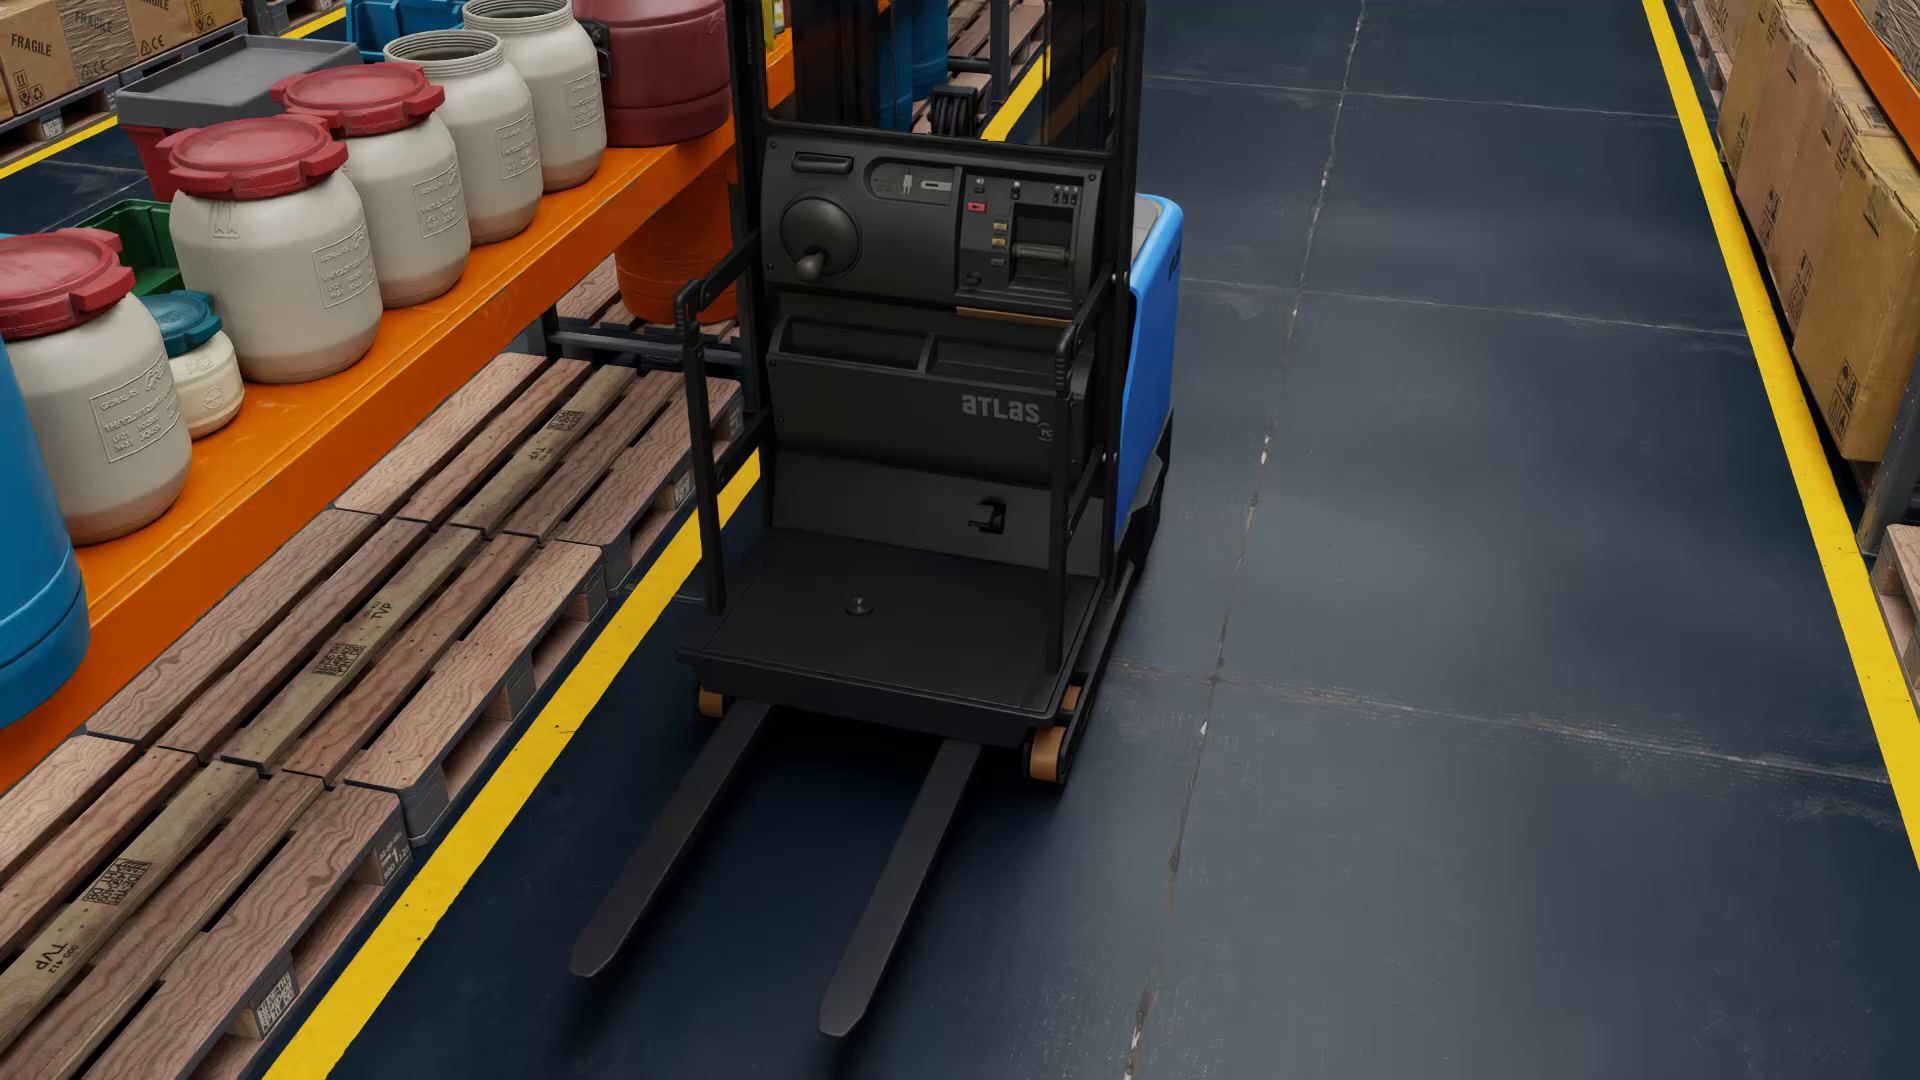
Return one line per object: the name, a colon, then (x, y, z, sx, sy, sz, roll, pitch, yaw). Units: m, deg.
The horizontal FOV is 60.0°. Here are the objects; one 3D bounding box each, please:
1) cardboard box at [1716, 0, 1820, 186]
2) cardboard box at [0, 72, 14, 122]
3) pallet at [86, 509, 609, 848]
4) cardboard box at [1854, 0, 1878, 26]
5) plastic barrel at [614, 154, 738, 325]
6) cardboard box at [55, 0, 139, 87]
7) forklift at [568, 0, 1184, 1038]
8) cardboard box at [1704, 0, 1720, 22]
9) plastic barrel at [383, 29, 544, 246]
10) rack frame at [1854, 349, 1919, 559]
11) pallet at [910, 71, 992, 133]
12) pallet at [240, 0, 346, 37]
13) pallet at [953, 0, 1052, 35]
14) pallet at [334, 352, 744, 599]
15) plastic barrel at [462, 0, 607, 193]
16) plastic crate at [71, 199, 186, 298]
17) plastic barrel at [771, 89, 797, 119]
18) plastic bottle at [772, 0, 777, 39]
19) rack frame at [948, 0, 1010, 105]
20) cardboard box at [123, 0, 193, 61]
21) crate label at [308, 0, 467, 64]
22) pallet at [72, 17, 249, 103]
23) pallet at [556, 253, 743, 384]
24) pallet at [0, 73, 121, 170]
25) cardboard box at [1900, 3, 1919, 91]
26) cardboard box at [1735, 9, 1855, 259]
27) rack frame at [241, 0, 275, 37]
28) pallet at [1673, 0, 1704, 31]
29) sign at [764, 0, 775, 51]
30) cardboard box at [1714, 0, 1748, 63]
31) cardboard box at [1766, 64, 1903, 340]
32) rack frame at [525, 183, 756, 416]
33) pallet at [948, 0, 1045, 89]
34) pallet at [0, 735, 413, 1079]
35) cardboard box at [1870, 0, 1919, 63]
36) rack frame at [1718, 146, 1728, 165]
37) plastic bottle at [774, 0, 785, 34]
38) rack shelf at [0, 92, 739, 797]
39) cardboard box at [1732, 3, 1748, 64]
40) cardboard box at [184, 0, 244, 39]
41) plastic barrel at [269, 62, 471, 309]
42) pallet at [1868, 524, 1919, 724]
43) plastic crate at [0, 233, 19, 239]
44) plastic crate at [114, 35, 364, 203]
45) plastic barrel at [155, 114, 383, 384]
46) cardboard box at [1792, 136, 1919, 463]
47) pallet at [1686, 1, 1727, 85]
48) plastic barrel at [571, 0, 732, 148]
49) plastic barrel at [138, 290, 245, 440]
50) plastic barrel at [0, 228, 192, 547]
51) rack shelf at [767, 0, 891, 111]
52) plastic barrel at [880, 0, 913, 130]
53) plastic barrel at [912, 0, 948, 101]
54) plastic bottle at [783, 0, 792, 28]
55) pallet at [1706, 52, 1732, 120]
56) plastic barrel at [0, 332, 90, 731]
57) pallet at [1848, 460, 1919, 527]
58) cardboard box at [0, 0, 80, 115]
cardboard box: (4.437, -2.193, 7.992, 1.225, 0.875, 0.875, 8, 33, 13)
cardboard box: (-5.364, -2.382, 8.621, 0.500, 0.500, 0.500, 8, 33, 12)
pallet: (-1.771, 0.359, 4.988, 1.003, 0.211, 1.213, 8, 33, 12)
cardboard box: (3.842, -2.295, 6.471, 0.500, 0.500, 0.500, 9, 33, 13)
plastic barrel: (-1.118, -1.363, 6.730, 0.600, 0.830, 0.708, 8, 33, 12)
cardboard box: (-5.110, -2.918, 9.464, 0.500, 0.500, 0.500, 8, 33, 13)
forklift: (-0.146, -0.793, 4.265, 1.130, 2.935, 3.031, 9, 34, 14)
cardboard box: (5.279, -3.788, 10.502, 0.875, 0.875, 0.875, 8, 33, 12)
plastic barrel: (-1.387, -1.111, 4.598, 0.421, 0.512, 0.421, 0, 32, 0)
rack frame: (3.565, -1.171, 4.796, 1.000, 3.000, 0.127, 8, 33, 12)
pallet: (-0.447, -2.350, 9.249, 1.003, 0.211, 1.213, 8, 33, 12)
pallet: (-4.826, -3.777, 11.495, 1.003, 0.211, 1.213, 8, 33, 12)
pallet: (0.246, -3.766, 11.478, 1.003, 0.211, 1.213, 8, 33, 12)
pallet: (-1.460, -0.272, 5.981, 1.003, 0.211, 1.213, 8, 33, 12)
plastic barrel: (-1.280, -1.330, 4.942, 0.421, 0.512, 0.421, 0, 32, 0)
plastic crate: (-2.072, -0.623, 4.131, 0.450, 0.188, 0.662, 8, 33, 12)
plastic barrel: (-0.831, -1.847, 7.716, 0.600, 0.588, 0.708, 8, 33, 12)
plastic bottle: (-0.747, -2.028, 6.264, 0.097, 0.271, 0.097, 0, 32, 0)
rack frame: (-0.211, -3.921, 9.122, 1.000, 3.000, 0.127, 8, 33, 12)
cardboard box: (-4.982, -3.178, 9.873, 0.500, 0.500, 0.500, 8, 33, 13)
crate label: (-1.739, -1.382, 5.095, 0.502, 0.435, 0.616, 8, 33, 12)
pallet: (-5.171, -2.993, 10.262, 1.003, 0.211, 1.213, 8, 33, 12)
pallet: (-1.066, -1.084, 7.258, 1.003, 0.211, 1.213, 8, 33, 12)
pallet: (-5.478, -2.358, 9.263, 1.003, 0.211, 1.213, 8, 33, 12)
cardboard box: (3.583, -1.761, 5.631, 0.500, 0.500, 0.500, 8, 33, 12)
cardboard box: (4.211, -1.729, 7.263, 1.225, 0.875, 0.875, 7, 33, 11)
rack frame: (-5.001, -4.598, 10.186, 1.000, 3.000, 0.127, 8, 33, 12)
pallet: (5.468, -3.720, 11.405, 1.003, 0.211, 1.213, 8, 33, 12)
sign: (-0.692, -1.843, 5.701, 0.100, 0.325, 0.005, 8, 33, 12)
cardboard box: (5.054, -3.326, 9.775, 0.875, 0.875, 0.875, 8, 33, 12)
cardboard box: (3.994, -1.269, 6.539, 1.225, 0.875, 0.875, 8, 33, 13)
rack frame: (-1.226, -1.846, 5.857, 1.000, 3.000, 0.127, 8, 33, 12)
pallet: (-0.062, -3.131, 10.479, 1.003, 0.211, 1.213, 8, 33, 12)
pallet: (-2.079, 0.994, 3.989, 1.003, 0.211, 1.213, 8, 33, 12)
cardboard box: (3.712, -2.031, 6.056, 0.500, 0.500, 0.500, 7, 33, 11)
rack frame: (4.580, -3.247, 8.061, 1.000, 3.000, 0.127, 8, 33, 12)
plastic bottle: (-0.723, -2.049, 6.363, 0.097, 0.201, 0.097, 0, 32, 0)
rack shelf: (-1.733, -0.504, 4.418, 1.077, 0.370, 4.000, 8, 33, 12)
cardboard box: (4.825, -2.859, 9.040, 0.875, 0.875, 0.875, 8, 33, 12)
cardboard box: (-4.849, -3.433, 10.274, 0.500, 0.500, 0.500, 8, 33, 12)
plastic barrel: (-1.490, -0.899, 4.242, 0.433, 0.535, 0.433, 0, 32, 0)
pallet: (3.365, 0.411, 4.907, 1.003, 0.211, 1.213, 8, 33, 12)
plastic crate: (-2.262, -0.378, 3.563, 0.392, 0.384, 0.575, 8, 33, 12)
plastic crate: (-1.932, -1.076, 4.586, 0.402, 0.464, 0.583, 8, 33, 12)
plastic barrel: (-1.600, -0.674, 3.888, 0.433, 0.535, 0.433, 0, 32, 0)
cardboard box: (3.760, -0.807, 5.813, 1.225, 0.875, 0.875, 7, 33, 10)
pallet: (5.156, -3.089, 10.413, 1.003, 0.211, 1.213, 8, 33, 12)
plastic barrel: (-1.050, -1.621, 5.377, 0.600, 0.536, 0.708, 8, 33, 12)
plastic barrel: (-1.756, -0.377, 3.677, 0.301, 0.262, 0.301, 0, 32, 0)
plastic barrel: (-1.786, -0.294, 3.290, 0.433, 0.535, 0.433, 0, 32, 0)
rack shelf: (-0.718, -2.580, 7.683, 1.077, 0.370, 4.000, 8, 33, 12)
plastic barrel: (-0.545, -2.565, 8.554, 0.600, 0.901, 0.708, 8, 33, 12)
plastic barrel: (-0.365, -2.933, 9.132, 0.600, 0.901, 0.708, 8, 33, 12)
plastic bottle: (-0.676, -2.141, 6.431, 0.061, 0.283, 0.133, 8, 33, 12)
pallet: (4.849, -2.454, 9.414, 1.003, 0.211, 1.213, 8, 33, 12)
plastic barrel: (-1.850, -0.141, 2.708, 0.600, 0.901, 0.708, 8, 33, 12)
pallet: (3.838, -0.393, 6.172, 1.003, 0.211, 1.213, 8, 33, 12)
cardboard box: (-5.237, -2.654, 9.048, 0.500, 0.500, 0.500, 7, 33, 11)
